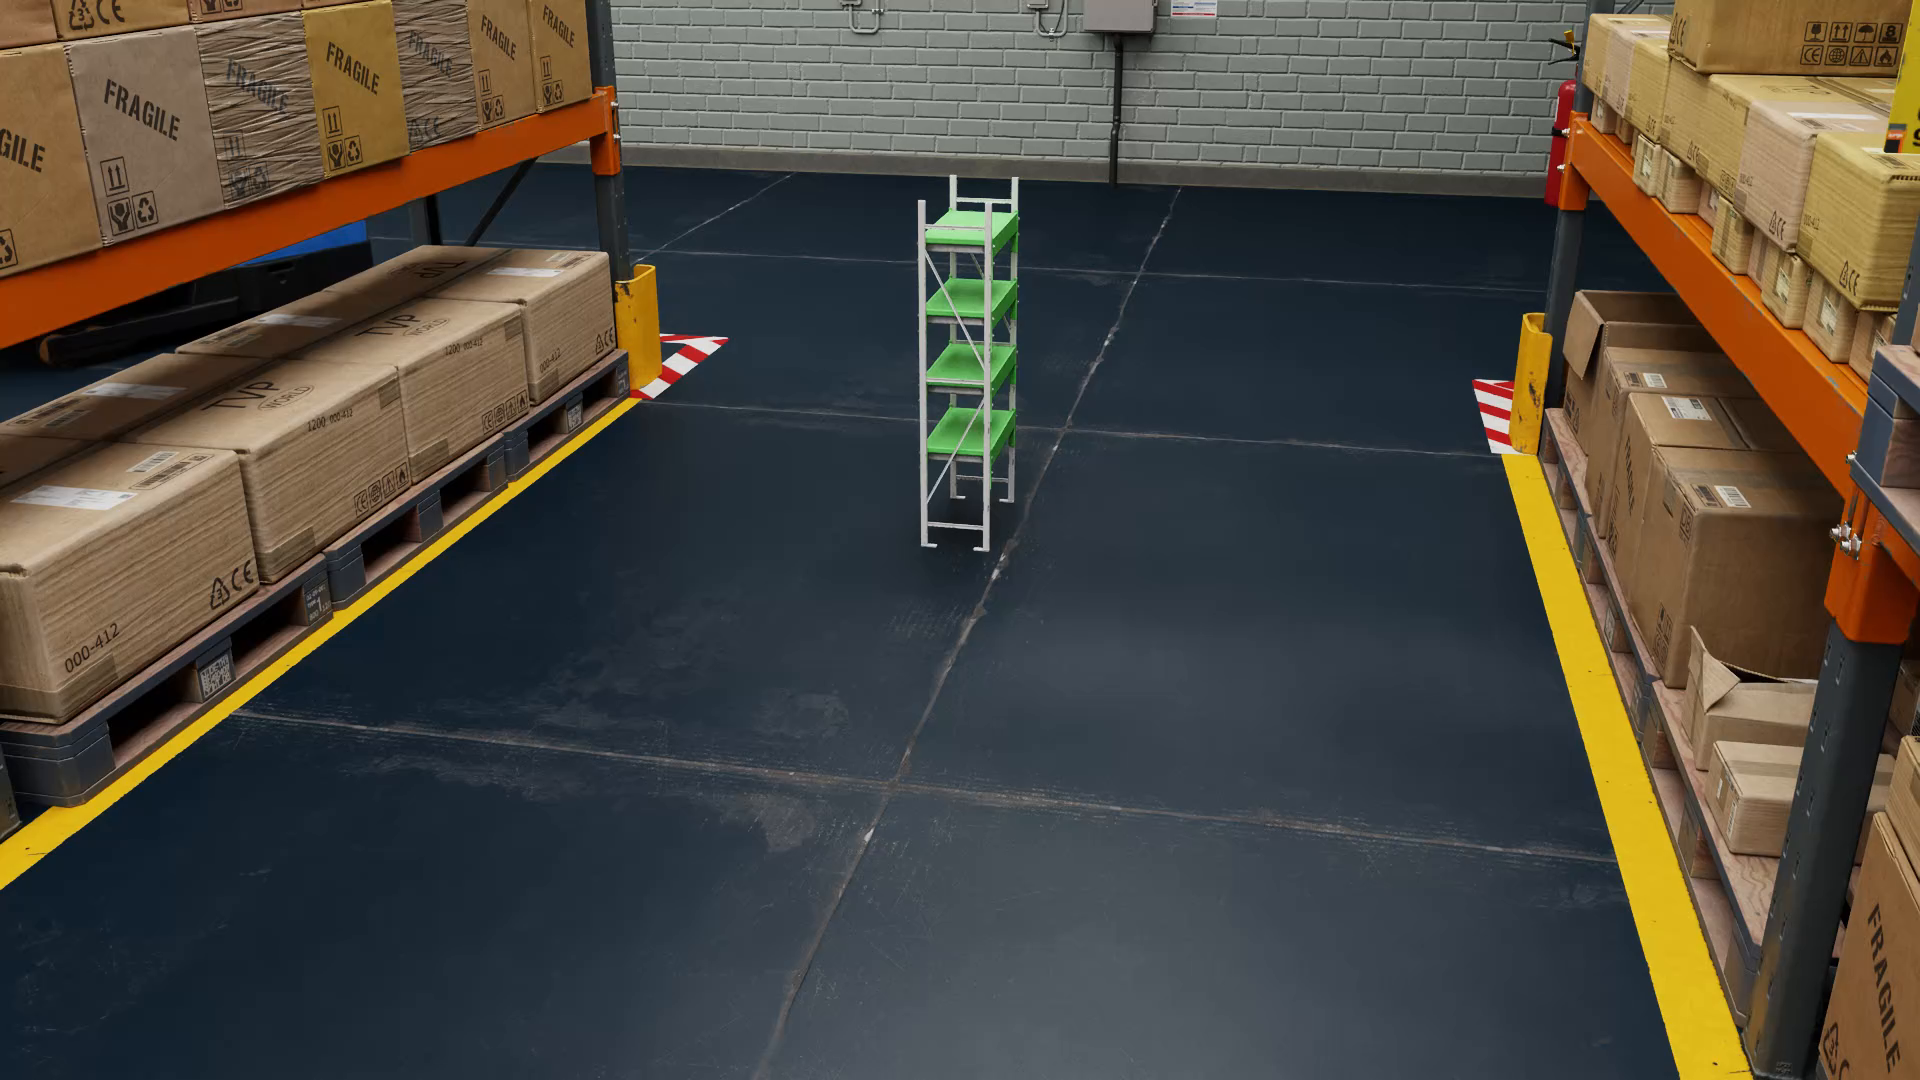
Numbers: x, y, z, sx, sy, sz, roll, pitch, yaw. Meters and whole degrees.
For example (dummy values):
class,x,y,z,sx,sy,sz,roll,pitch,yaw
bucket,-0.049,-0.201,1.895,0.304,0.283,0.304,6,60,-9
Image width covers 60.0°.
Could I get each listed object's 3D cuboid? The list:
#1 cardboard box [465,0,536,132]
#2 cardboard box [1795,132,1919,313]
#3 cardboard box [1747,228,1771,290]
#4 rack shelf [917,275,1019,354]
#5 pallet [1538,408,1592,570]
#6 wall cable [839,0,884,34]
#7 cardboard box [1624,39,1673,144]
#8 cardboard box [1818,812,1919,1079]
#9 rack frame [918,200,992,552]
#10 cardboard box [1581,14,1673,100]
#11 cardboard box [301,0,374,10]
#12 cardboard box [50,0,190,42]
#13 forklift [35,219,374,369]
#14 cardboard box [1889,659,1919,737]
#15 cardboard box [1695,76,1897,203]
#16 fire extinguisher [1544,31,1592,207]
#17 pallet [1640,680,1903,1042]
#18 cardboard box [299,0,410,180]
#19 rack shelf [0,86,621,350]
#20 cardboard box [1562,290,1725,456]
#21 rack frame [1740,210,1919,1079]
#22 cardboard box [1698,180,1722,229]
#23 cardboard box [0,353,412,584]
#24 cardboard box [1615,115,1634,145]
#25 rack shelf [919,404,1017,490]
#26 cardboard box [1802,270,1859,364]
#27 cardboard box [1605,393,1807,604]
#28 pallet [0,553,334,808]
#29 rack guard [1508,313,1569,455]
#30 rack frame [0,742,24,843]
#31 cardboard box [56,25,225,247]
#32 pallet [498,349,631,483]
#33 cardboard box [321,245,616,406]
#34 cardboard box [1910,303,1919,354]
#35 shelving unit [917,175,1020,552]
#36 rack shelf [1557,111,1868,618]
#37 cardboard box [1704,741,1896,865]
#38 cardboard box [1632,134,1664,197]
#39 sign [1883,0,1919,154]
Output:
class,x,y,z,sx,sy,sz,roll,pitch,yaw
cardboard box,-1.951,-1.830,6.249,0.500,0.500,0.500,4,22,10
cardboard box,1.914,-0.596,3.121,0.500,0.250,0.500,5,22,12
cardboard box,2.008,-0.630,3.738,0.380,0.149,0.250,5,22,12
rack shelf,0.034,-0.780,5.714,0.258,0.148,0.480,4,22,11
pallet,2.688,-0.173,6.000,1.003,0.211,1.213,4,22,11
wall cable,-0.867,-4.712,12.138,0.585,1.953,0.123,4,22,11
cardboard box,2.306,-1.339,4.965,0.500,0.250,0.500,4,22,10
cardboard box,1.730,0.802,2.632,0.500,0.500,0.500,5,23,13
rack frame,-0.016,-0.528,5.558,0.240,1.200,0.015,4,22,11
cardboard box,2.509,-1.709,5.884,0.500,0.250,0.500,5,22,11
cardboard box,-2.147,-1.921,5.135,0.500,0.500,0.500,4,22,11
cardboard box,-2.368,-1.550,4.215,0.500,0.500,0.500,4,22,10
forklift,-4.492,-2.370,7.816,1.130,2.935,3.031,15,26,33
cardboard box,2.504,0.423,4.043,0.380,0.149,0.250,4,22,10
cardboard box,2.116,-0.962,4.029,0.500,0.250,0.500,4,22,11
fire extinguisher,2.443,-1.666,6.577,0.296,0.674,0.183,4,22,11
pallet,2.190,0.720,3.784,1.003,0.211,1.213,4,22,11
cardboard box,-2.139,-1.451,5.308,0.500,0.500,0.500,5,22,13
rack shelf,-2.403,-1.098,5.527,1.077,0.370,4.000,4,22,11
cardboard box,2.648,-0.606,6.123,0.797,0.503,0.637,4,22,9
rack frame,2.049,-0.323,2.640,1.000,3.000,0.127,4,22,11
cardboard box,2.199,-0.905,4.422,0.380,0.149,0.250,4,22,11
cardboard box,-2.396,-0.255,5.339,0.875,0.438,0.875,4,22,9
cardboard box,2.523,-1.473,5.833,0.380,0.149,0.250,5,22,12
rack shelf,0.034,-0.335,5.893,0.258,0.148,0.480,4,22,11
cardboard box,1.899,-0.439,3.265,0.380,0.149,0.250,5,22,12
cardboard box,2.229,-0.109,4.893,0.500,0.500,0.500,5,22,12
pallet,-2.579,0.322,4.773,1.003,0.211,1.213,4,22,11
rack guard,2.850,-0.598,6.670,1.175,0.500,0.348,4,22,11
rack frame,-2.811,-0.700,3.576,1.000,3.000,0.127,4,22,11
cardboard box,-2.352,-1.082,4.390,0.500,0.500,0.500,5,22,11
pallet,-2.081,-0.571,6.988,1.003,0.211,1.213,4,22,11
cardboard box,-2.032,-0.920,6.990,0.875,0.438,0.875,4,22,9
cardboard box,1.731,-0.404,2.146,0.700,0.500,0.500,5,22,12
shelving unit,0.034,-0.617,5.780,0.258,1.200,0.503,4,22,11
rack shelf,2.457,-0.721,4.590,1.077,0.370,4.000,4,22,11
cardboard box,1.875,0.579,3.656,0.380,0.149,0.250,4,22,9
cardboard box,2.218,-1.102,4.912,0.380,0.149,0.250,4,22,9
sign,1.516,-0.763,2.574,0.100,0.325,0.005,4,22,11
